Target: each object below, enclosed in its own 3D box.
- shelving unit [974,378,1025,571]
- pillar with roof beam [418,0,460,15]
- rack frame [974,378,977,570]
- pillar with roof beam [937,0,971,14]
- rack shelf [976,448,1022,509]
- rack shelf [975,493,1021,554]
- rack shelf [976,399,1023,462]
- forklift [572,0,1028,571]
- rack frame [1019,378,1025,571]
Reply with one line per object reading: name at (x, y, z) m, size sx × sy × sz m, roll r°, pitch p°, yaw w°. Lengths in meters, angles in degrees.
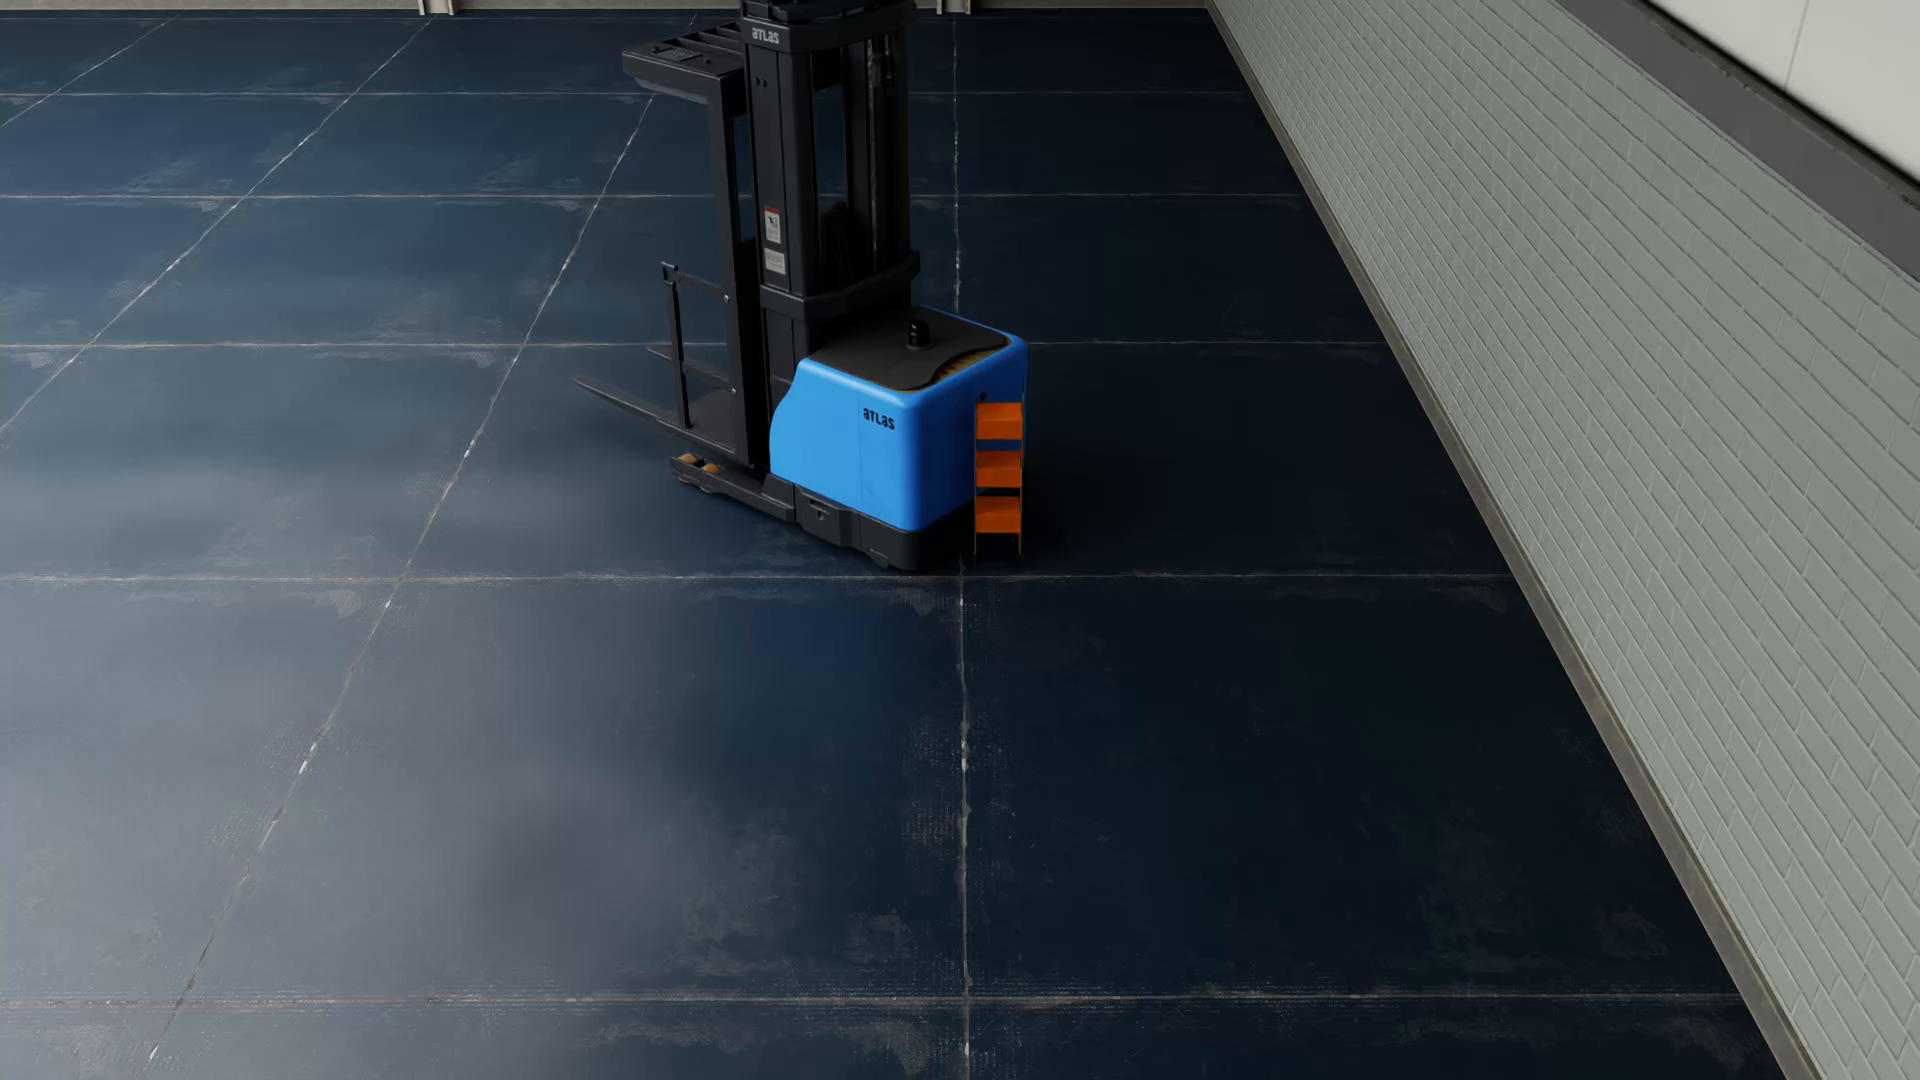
shelving unit at (0.204, -0.336, 8.792) m, size 0.252 × 1.050 × 0.215 m, roll 0°, pitch 31°, yaw 1°
pillar with roof beam at (-6.043, -7.787, 13.409) m, size 0.400 × 9.000 × 9.100 m, roll 0°, pitch 31°, yaw 0°
rack frame at (0.082, -0.337, 8.793) m, size 0.008 × 1.050 × 0.200 m, roll 0°, pitch 31°, yaw 1°
pillar with roof beam at (-0.044, -7.806, 13.440) m, size 0.400 × 9.000 × 9.100 m, roll 0°, pitch 31°, yaw 0°
rack shelf at (0.204, -0.327, 8.797) m, size 0.240 × 0.259 × 0.215 m, roll 0°, pitch 31°, yaw 1°
rack shelf at (0.204, -0.089, 8.941) m, size 0.240 × 0.259 × 0.215 m, roll 0°, pitch 31°, yaw 1°
rack shelf at (0.204, -0.570, 8.650) m, size 0.240 × 0.259 × 0.215 m, roll 0°, pitch 31°, yaw 1°
forklift at (-1.076, -1.715, 9.252) m, size 3.031 × 2.935 × 1.130 m, roll 23°, pitch 38°, yaw 33°
rack frame at (0.326, -0.335, 8.791) m, size 0.008 × 1.050 × 0.200 m, roll 0°, pitch 31°, yaw 1°
